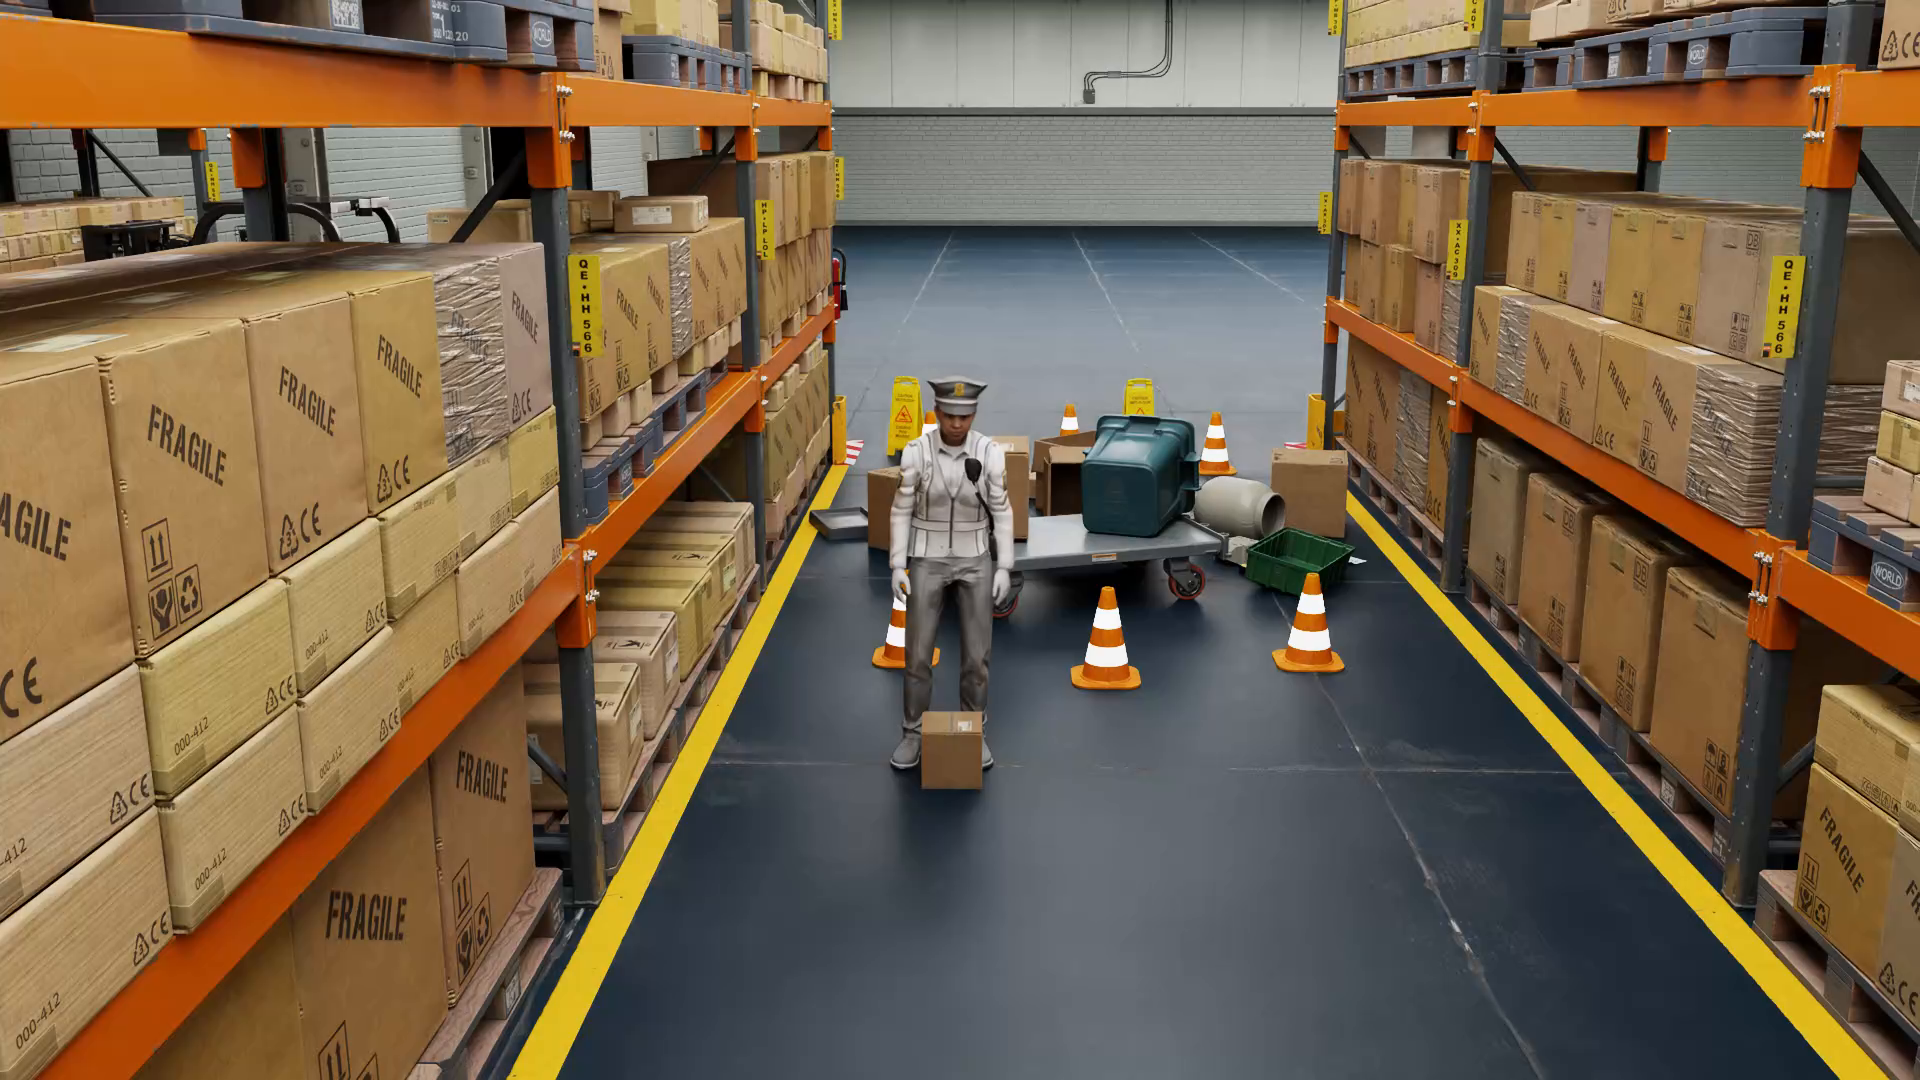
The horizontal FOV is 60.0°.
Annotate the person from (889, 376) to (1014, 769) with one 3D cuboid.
[{"bbox_3d":[-0.034,0.131,6.977,0.526,1.659,0.374,0,14,-1],"label":"person"}]
